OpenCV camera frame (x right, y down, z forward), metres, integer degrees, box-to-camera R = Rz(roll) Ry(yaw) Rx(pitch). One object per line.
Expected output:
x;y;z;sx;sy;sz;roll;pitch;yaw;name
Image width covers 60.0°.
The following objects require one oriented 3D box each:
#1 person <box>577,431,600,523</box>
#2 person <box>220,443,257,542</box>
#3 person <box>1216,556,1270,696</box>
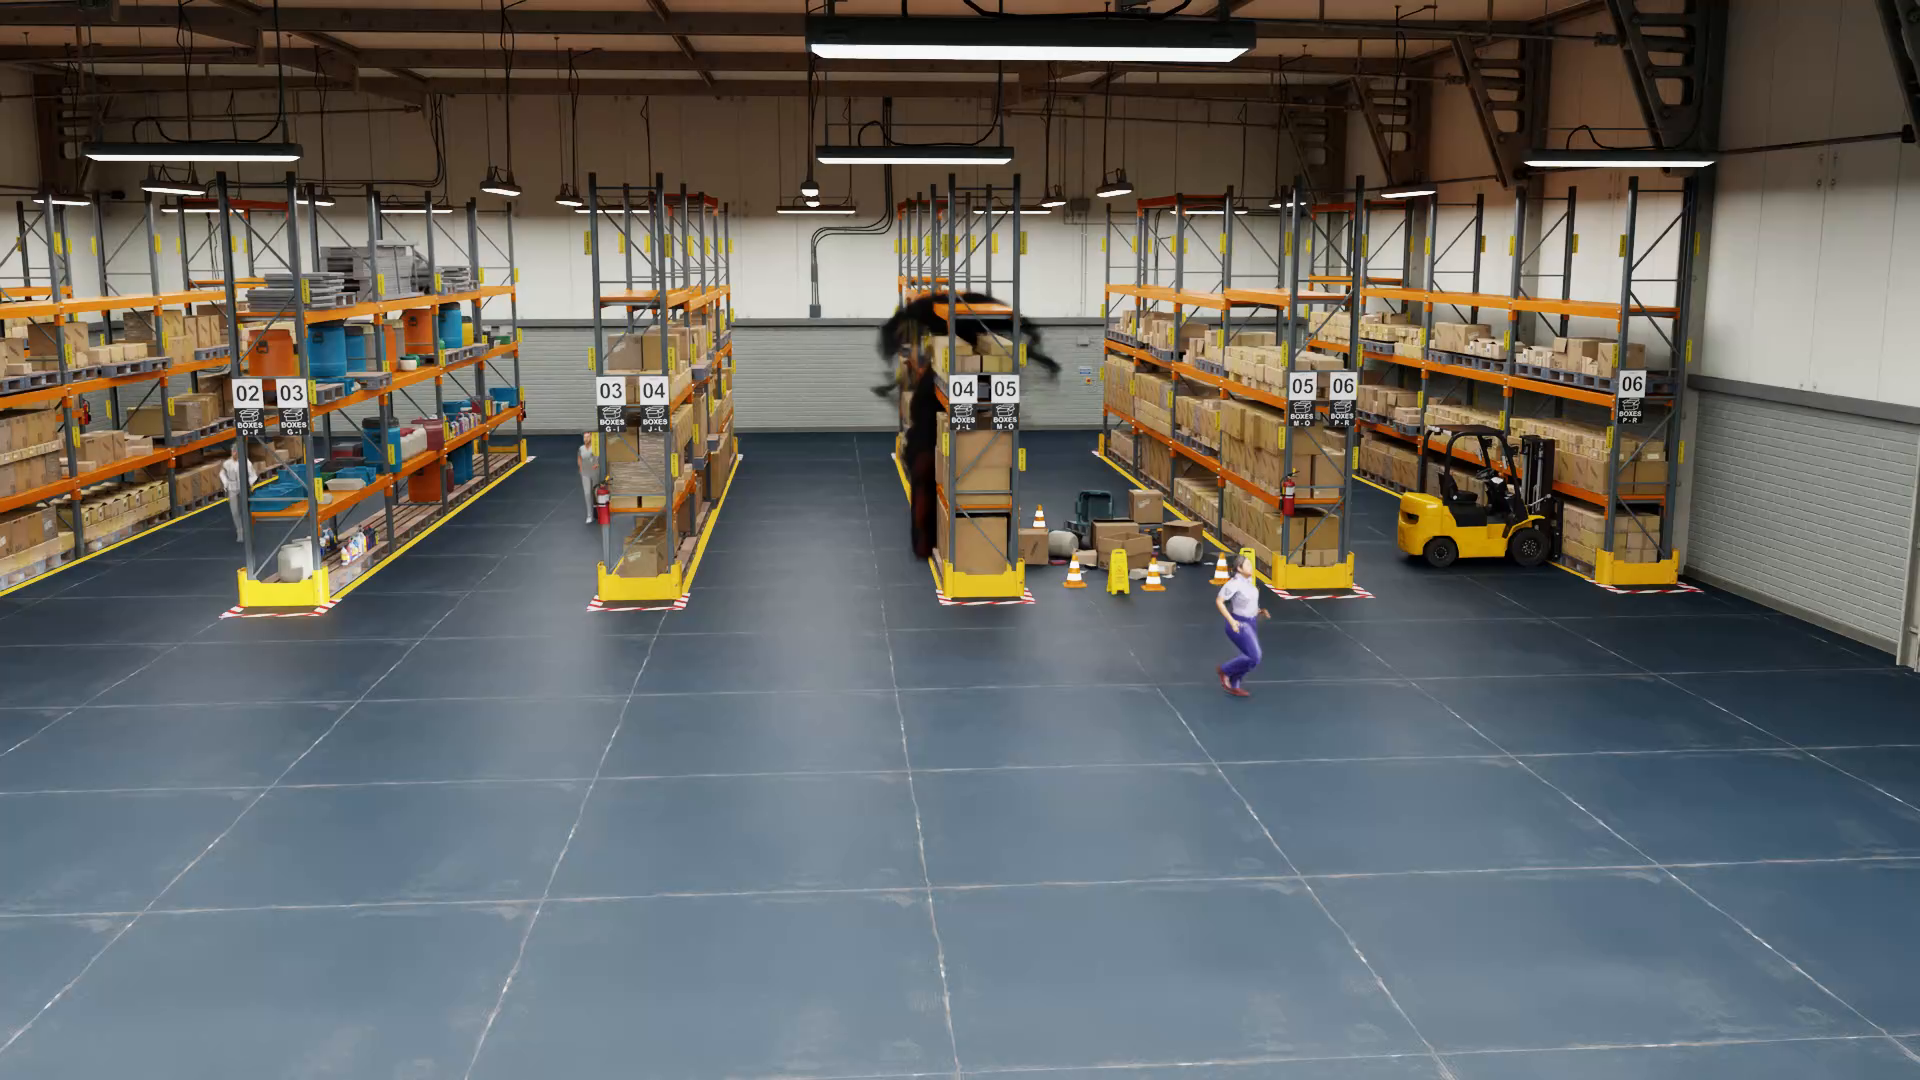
-6.795;-1.183;30.683;0.563;1.666;0.802;0;10;1;person
-12.472;-0.843;28.757;0.618;1.684;0.739;-3;10;-14;person
3.187;0.978;18.605;0.541;1.594;0.604;6;12;30;person
